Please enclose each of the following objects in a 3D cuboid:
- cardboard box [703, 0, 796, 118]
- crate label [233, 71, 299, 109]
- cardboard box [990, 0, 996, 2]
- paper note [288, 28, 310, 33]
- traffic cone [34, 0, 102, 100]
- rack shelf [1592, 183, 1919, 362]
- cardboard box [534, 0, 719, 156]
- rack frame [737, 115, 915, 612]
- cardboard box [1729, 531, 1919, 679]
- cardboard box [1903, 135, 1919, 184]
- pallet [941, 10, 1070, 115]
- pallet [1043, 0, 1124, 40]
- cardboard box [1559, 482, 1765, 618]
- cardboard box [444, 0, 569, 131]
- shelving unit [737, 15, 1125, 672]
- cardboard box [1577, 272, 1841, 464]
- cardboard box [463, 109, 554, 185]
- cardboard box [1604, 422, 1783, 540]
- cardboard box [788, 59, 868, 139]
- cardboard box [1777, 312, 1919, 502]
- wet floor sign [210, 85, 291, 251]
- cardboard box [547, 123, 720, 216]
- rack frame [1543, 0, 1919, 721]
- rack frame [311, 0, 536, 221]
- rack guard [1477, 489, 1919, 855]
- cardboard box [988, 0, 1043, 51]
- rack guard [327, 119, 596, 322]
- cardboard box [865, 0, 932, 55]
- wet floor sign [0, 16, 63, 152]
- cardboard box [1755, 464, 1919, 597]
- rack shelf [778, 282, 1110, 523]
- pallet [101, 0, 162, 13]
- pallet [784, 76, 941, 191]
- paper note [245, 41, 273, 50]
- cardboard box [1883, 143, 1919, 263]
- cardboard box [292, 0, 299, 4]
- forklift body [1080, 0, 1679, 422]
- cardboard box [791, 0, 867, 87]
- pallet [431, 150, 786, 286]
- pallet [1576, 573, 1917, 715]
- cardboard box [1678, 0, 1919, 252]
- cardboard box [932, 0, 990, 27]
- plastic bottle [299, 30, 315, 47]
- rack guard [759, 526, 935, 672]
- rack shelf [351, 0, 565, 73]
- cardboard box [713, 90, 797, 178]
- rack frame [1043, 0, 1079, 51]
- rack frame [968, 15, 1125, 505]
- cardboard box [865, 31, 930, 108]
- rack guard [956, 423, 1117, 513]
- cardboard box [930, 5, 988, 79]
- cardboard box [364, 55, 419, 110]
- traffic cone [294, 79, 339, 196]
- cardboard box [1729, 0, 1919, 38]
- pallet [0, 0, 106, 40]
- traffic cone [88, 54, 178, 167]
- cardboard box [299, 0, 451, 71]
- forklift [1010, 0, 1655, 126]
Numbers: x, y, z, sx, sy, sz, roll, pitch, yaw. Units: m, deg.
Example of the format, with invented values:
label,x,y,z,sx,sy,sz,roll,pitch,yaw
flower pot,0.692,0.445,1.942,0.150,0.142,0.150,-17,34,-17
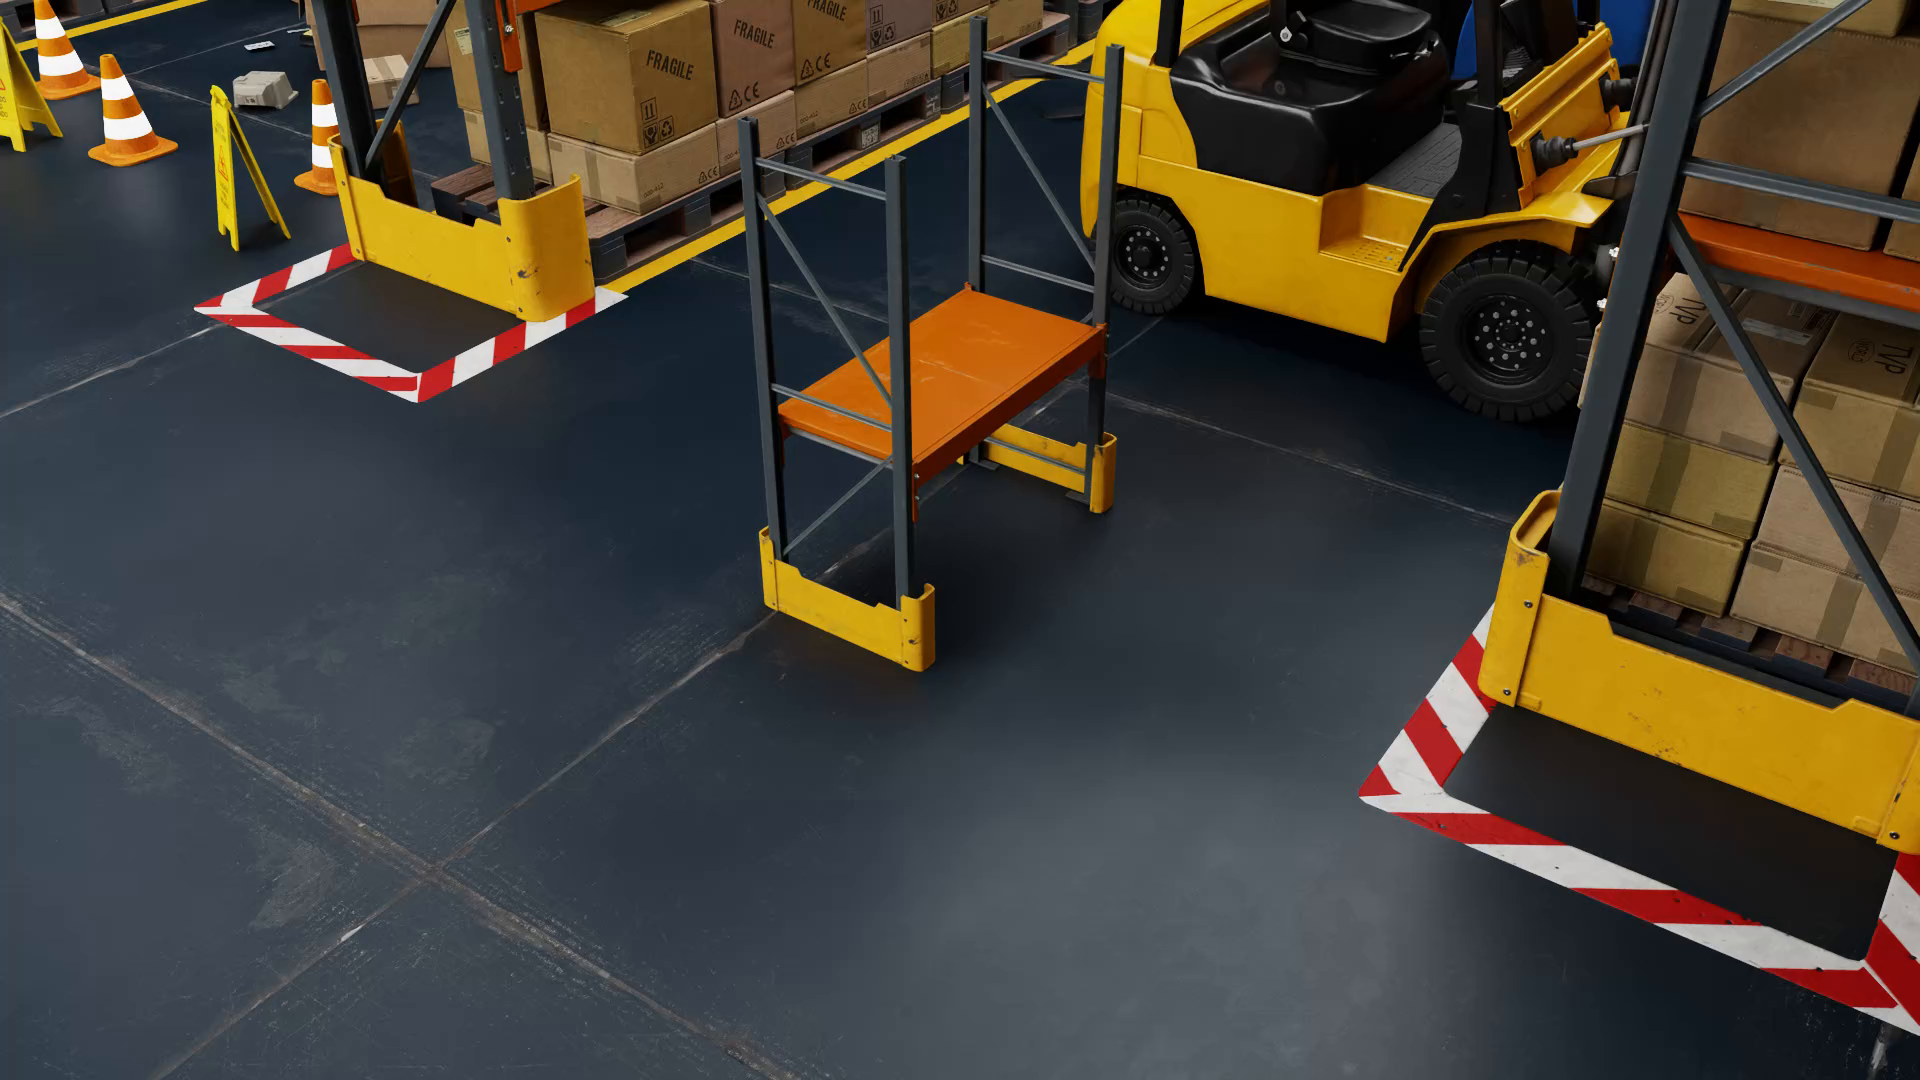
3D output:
label,x,y,z,sx,sy,sz,roll,pitch,yaw
cardboard box,-1.072,-2.192,7.224,0.500,0.500,0.500,20,39,27
crate label,-3.590,-2.314,8.550,0.250,0.136,0.298,3,34,4
cardboard box,0.097,-3.139,8.624,0.500,0.500,0.500,21,39,28
paper note,-3.810,-2.937,9.584,0.123,0.001,0.032,-15,37,-21
traffic cone,-4.722,-2.585,8.660,0.336,0.463,0.334,21,39,28
rack shelf,3.153,-1.349,5.210,1.077,0.370,4.000,21,39,28
cardboard box,-1.367,-1.950,6.867,0.500,0.500,0.500,20,39,27
rack frame,-0.338,-0.348,4.426,0.500,1.500,0.032,21,39,28
cardboard box,2.454,0.075,4.542,0.500,0.250,0.500,21,40,28
cardboard box,2.381,-1.315,4.427,0.500,0.500,0.500,23,40,30
pallet,-0.140,-2.676,9.019,1.003,0.211,1.213,21,39,28
pallet,0.657,-3.355,10.023,1.003,0.211,1.213,21,39,28
cardboard box,2.021,-0.079,4.769,0.500,0.250,0.500,22,40,28
cardboard box,-1.824,-2.108,7.100,0.500,0.500,0.500,22,40,28
shelving unit,-0.043,-0.586,4.778,0.587,1.500,1.083,21,39,28
cardboard box,2.019,-0.488,4.480,0.500,0.250,0.500,23,40,30
cardboard box,-1.813,-1.815,7.335,0.500,0.250,0.500,21,39,28
cardboard box,2.034,-0.293,4.639,0.500,0.250,0.500,21,39,28
cardboard box,-0.782,-2.116,7.781,0.500,0.250,0.500,24,41,31
cardboard box,2.443,-0.337,4.257,0.500,0.250,0.500,21,39,28
wet floor sign,-3.054,-1.590,7.025,0.232,0.644,0.267,-22,40,-29
cardboard box,-1.380,-1.629,7.060,0.500,0.250,0.500,21,39,28
rack frame,2.013,-0.727,3.647,1.000,3.000,0.127,21,39,28
rack frame,-2.067,-2.311,5.989,1.000,3.000,0.127,21,39,28
rack guard,1.999,0.320,4.331,1.175,0.500,0.348,21,39,28
cardboard box,0.098,-2.829,8.835,0.500,0.250,0.500,23,40,30
rack guard,-2.023,-1.310,6.741,1.175,0.500,0.348,21,39,28
cardboard box,-0.481,-2.669,7.930,0.500,0.500,0.500,24,41,31
wet floor sign,-4.581,-2.224,7.963,0.267,0.644,0.232,14,37,20
cardboard box,2.452,-0.119,4.382,0.500,0.250,0.500,22,40,29
rack shelf,-0.049,-0.433,4.873,0.538,0.185,1.000,21,39,28
pallet,-5.103,-3.642,10.447,1.003,0.211,1.213,21,39,28
pallet,-0.835,-2.112,8.185,1.003,0.211,1.213,21,39,28
paper note,-3.926,-2.775,9.327,0.142,0.017,0.144,-22,40,-29
cardboard box,2.524,-0.908,3.825,0.500,0.500,0.500,23,40,30
cardboard box,-3.952,-3.609,10.139,0.500,0.500,0.500,29,44,36
forklift body,1.596,-1.831,6.037,2.313,2.155,1.214,21,39,28
cardboard box,-0.779,-2.421,7.562,0.500,0.500,0.500,22,40,29
pallet,-1.531,-1.553,7.358,1.003,0.211,1.213,21,39,28
pallet,2.415,0.063,4.969,1.003,0.211,1.213,21,39,28
cardboard box,2.078,-1.079,4.078,0.500,0.500,0.500,20,39,27
cardboard box,-0.191,-2.904,8.277,0.500,0.500,0.500,22,40,29
plastic bottle,-3.616,-2.878,9.451,0.133,0.061,0.283,8,35,12
rack guard,-0.327,0.161,4.789,0.587,0.250,0.087,21,39,28
rack shelf,-0.926,-2.933,7.552,1.077,0.370,4.000,21,39,28
cardboard box,-1.082,-1.861,7.404,0.500,0.250,0.500,23,40,30
rack frame,0.214,-4.152,8.711,1.000,3.000,0.127,21,39,28
rack frame,0.241,-0.816,5.118,0.500,1.500,0.032,21,39,28
cardboard box,-0.491,-2.348,8.124,0.500,0.250,0.500,22,40,29
rack guard,0.240,-0.298,5.467,0.587,0.250,0.087,21,39,28
cardboard box,-0.198,-2.580,8.468,0.500,0.250,0.500,20,39,27
cardboard box,-2.979,-2.378,8.633,0.250,0.149,0.380,-15,37,-21
traffic cone,-2.881,-1.870,7.602,0.336,0.463,0.334,21,39,28
cardboard box,1.981,-1.286,3.806,0.380,0.149,0.250,22,40,29
pallet,-5.799,-3.083,9.621,1.003,0.211,1.213,21,39,28
traffic cone,-3.987,-2.068,7.895,0.336,0.463,0.334,21,39,28
cardboard box,-3.145,-2.894,9.080,0.797,0.503,0.637,-3,34,-4
forklift,1.798,-3.378,7.629,3.031,2.935,1.130,-8,35,-11
